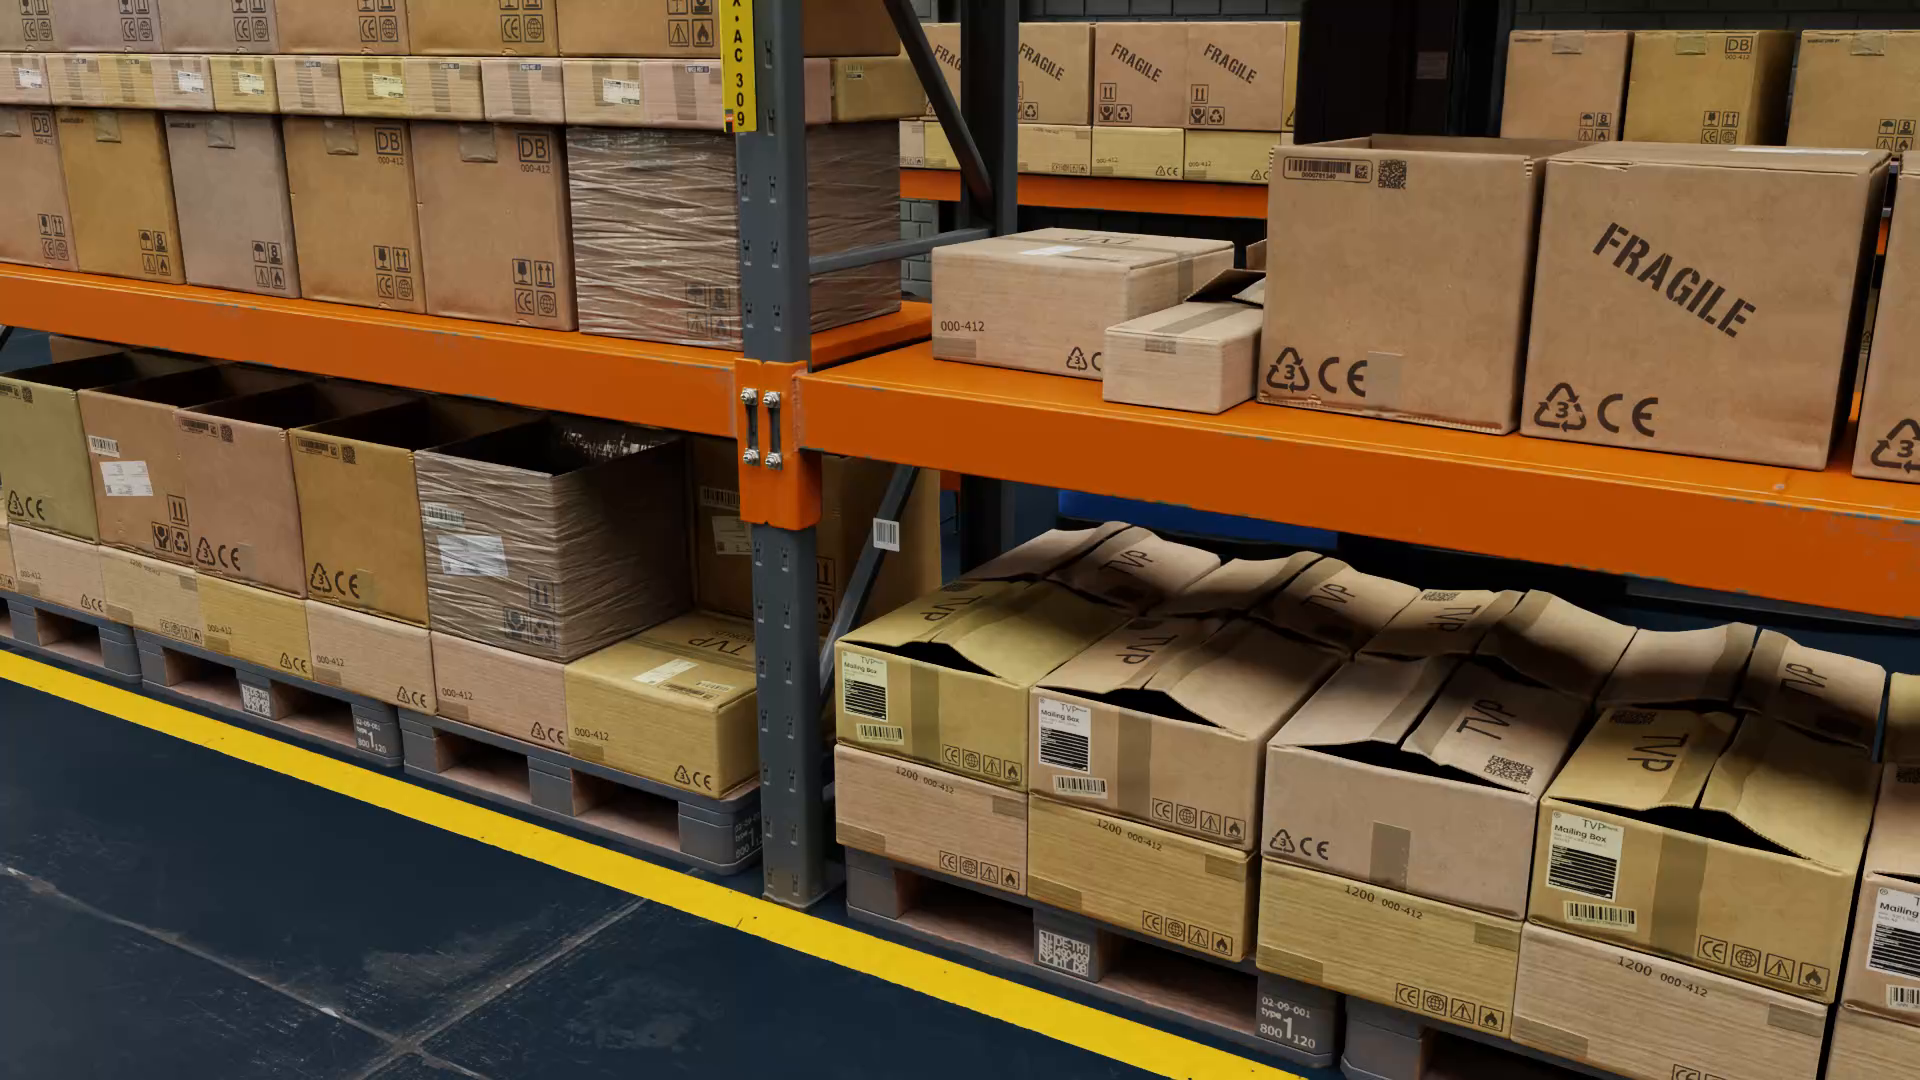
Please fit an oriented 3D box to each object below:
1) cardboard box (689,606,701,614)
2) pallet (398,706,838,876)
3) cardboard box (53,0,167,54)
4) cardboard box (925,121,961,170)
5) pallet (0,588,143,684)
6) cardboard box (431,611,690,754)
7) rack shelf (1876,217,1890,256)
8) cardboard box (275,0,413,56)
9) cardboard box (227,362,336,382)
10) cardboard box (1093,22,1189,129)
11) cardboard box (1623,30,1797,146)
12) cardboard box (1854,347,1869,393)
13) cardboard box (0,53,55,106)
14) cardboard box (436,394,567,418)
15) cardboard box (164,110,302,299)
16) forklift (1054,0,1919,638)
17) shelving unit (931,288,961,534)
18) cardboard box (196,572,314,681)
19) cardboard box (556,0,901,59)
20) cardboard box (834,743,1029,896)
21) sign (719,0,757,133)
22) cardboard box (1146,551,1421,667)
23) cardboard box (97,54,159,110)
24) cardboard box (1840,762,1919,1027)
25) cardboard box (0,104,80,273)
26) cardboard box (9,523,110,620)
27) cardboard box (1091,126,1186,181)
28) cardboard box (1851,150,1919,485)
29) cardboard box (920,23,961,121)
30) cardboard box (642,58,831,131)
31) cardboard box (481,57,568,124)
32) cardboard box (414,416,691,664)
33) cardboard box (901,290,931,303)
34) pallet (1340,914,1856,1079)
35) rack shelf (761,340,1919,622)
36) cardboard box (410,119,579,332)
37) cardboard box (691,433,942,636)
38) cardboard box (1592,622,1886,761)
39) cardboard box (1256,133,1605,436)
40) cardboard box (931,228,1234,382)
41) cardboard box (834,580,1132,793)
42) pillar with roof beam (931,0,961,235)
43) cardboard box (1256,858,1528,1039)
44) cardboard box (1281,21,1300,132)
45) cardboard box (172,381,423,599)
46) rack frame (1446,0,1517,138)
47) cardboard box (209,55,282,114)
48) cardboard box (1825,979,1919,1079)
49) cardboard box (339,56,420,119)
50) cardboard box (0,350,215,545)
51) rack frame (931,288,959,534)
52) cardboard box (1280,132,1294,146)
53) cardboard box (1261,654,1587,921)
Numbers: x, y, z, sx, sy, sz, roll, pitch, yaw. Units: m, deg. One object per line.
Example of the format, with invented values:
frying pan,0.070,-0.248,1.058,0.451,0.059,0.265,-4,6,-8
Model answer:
cardboard box,-0.821,0.212,5.031,0.500,0.250,0.500,10,20,30
pallet,-0.817,0.523,4.796,1.213,0.211,1.003,10,20,30
cardboard box,-2.253,-1.719,4.977,0.500,0.500,0.700,10,20,30
cardboard box,0.150,-2.146,9.009,0.500,0.250,0.500,10,19,29
pallet,-2.896,0.152,6.018,1.213,0.211,1.003,10,20,30
cardboard box,-1.092,0.340,4.609,0.500,0.250,0.500,10,20,30
rack shelf,4.132,-1.259,7.102,4.000,0.370,1.077,10,20,30
cardboard box,-1.401,-1.567,4.476,0.500,0.500,0.700,10,20,30
cardboard box,-2.098,-0.376,5.676,0.500,0.500,0.500,10,20,30
cardboard box,1.011,-2.353,8.400,0.500,0.500,0.500,9,19,28
cardboard box,3.316,-1.993,7.352,0.500,0.500,0.700,13,21,36
cardboard box,3.944,-0.660,7.437,0.500,0.500,0.700,10,20,31
cardboard box,-2.696,-1.417,5.096,0.250,0.149,0.380,10,19,29
cardboard box,-1.245,-0.224,5.176,0.500,0.500,0.500,10,20,30
cardboard box,-1.858,-1.027,4.930,0.500,0.500,0.700,11,20,32
forklift,1.913,-1.155,5.641,3.031,2.935,1.130,7,18,23
shelving unit,0.046,-0.494,6.702,0.252,1.050,0.215,10,20,30
cardboard box,-1.952,0.192,5.098,0.500,0.250,0.500,10,20,30
cardboard box,-0.543,-1.414,3.972,0.500,0.500,0.700,10,20,30
cardboard box,0.052,0.558,3.893,0.500,0.250,0.500,10,19,29
sign,-0.451,-0.994,3.368,0.005,0.325,0.100,10,20,30
cardboard box,0.780,0.235,3.991,0.500,0.311,0.500,11,20,32
cardboard box,-2.250,-1.338,4.837,0.250,0.149,0.380,10,19,29
cardboard box,1.797,0.601,2.784,0.500,0.311,0.500,10,20,30
cardboard box,-2.729,-1.183,5.443,0.500,0.500,0.700,11,20,31
cardboard box,-2.801,0.038,5.603,0.500,0.250,0.500,10,20,30
cardboard box,1.009,-1.993,8.504,0.500,0.250,0.500,10,20,30
cardboard box,1.809,-0.370,2.768,0.500,0.500,0.500,9,19,27
cardboard box,0.122,-2.507,8.908,0.500,0.500,0.500,9,19,28
cardboard box,-0.505,-1.026,3.811,0.250,0.149,0.380,10,20,30
cardboard box,-0.940,-1.104,4.065,0.250,0.149,0.380,9,19,28
cardboard box,-1.091,-0.019,4.502,0.500,0.500,0.500,10,20,30
cardboard box,-0.438,-1.312,9.909,0.500,0.311,0.500,8,19,24
pallet,1.530,0.942,3.416,1.213,0.211,1.003,10,20,30
rack shelf,1.543,-0.031,3.061,4.000,0.370,1.077,10,20,30
cardboard box,-0.996,-0.872,4.420,0.500,0.500,0.700,10,20,29
cardboard box,-0.393,-0.072,4.675,0.500,0.500,0.500,10,20,30
cardboard box,1.631,0.389,3.484,0.500,0.311,0.500,10,19,29
cardboard box,0.933,-0.527,3.282,0.500,0.500,0.500,12,21,34
cardboard box,0.281,-0.544,3.769,0.500,0.250,0.500,12,20,33
cardboard box,0.060,0.291,3.805,0.500,0.311,0.500,10,20,30
pillar with roof beam,-2.185,-4.428,5.975,0.400,9.000,9.100,10,20,30
cardboard box,0.930,0.714,3.379,0.500,0.250,0.500,9,19,28
cardboard box,1.863,-2.199,7.894,0.500,0.500,0.500,10,20,30
cardboard box,-1.953,-0.167,4.988,0.500,0.500,0.500,10,20,30
rack frame,2.428,-1.907,7.999,0.127,3.000,1.000,10,20,30
cardboard box,-1.814,-1.259,4.579,0.250,0.149,0.380,11,20,32
cardboard box,1.803,0.869,2.868,0.500,0.250,0.500,11,20,31
cardboard box,-1.371,-1.182,4.322,0.250,0.149,0.380,10,20,30
cardboard box,-2.802,-0.320,5.492,0.500,0.500,0.500,10,20,30
rack frame,-0.058,-0.513,6.763,0.008,1.050,0.200,10,20,30
cardboard box,1.866,-1.842,8.008,0.500,0.250,0.500,10,20,30
cardboard box,0.926,0.447,3.292,0.500,0.311,0.500,9,19,28
